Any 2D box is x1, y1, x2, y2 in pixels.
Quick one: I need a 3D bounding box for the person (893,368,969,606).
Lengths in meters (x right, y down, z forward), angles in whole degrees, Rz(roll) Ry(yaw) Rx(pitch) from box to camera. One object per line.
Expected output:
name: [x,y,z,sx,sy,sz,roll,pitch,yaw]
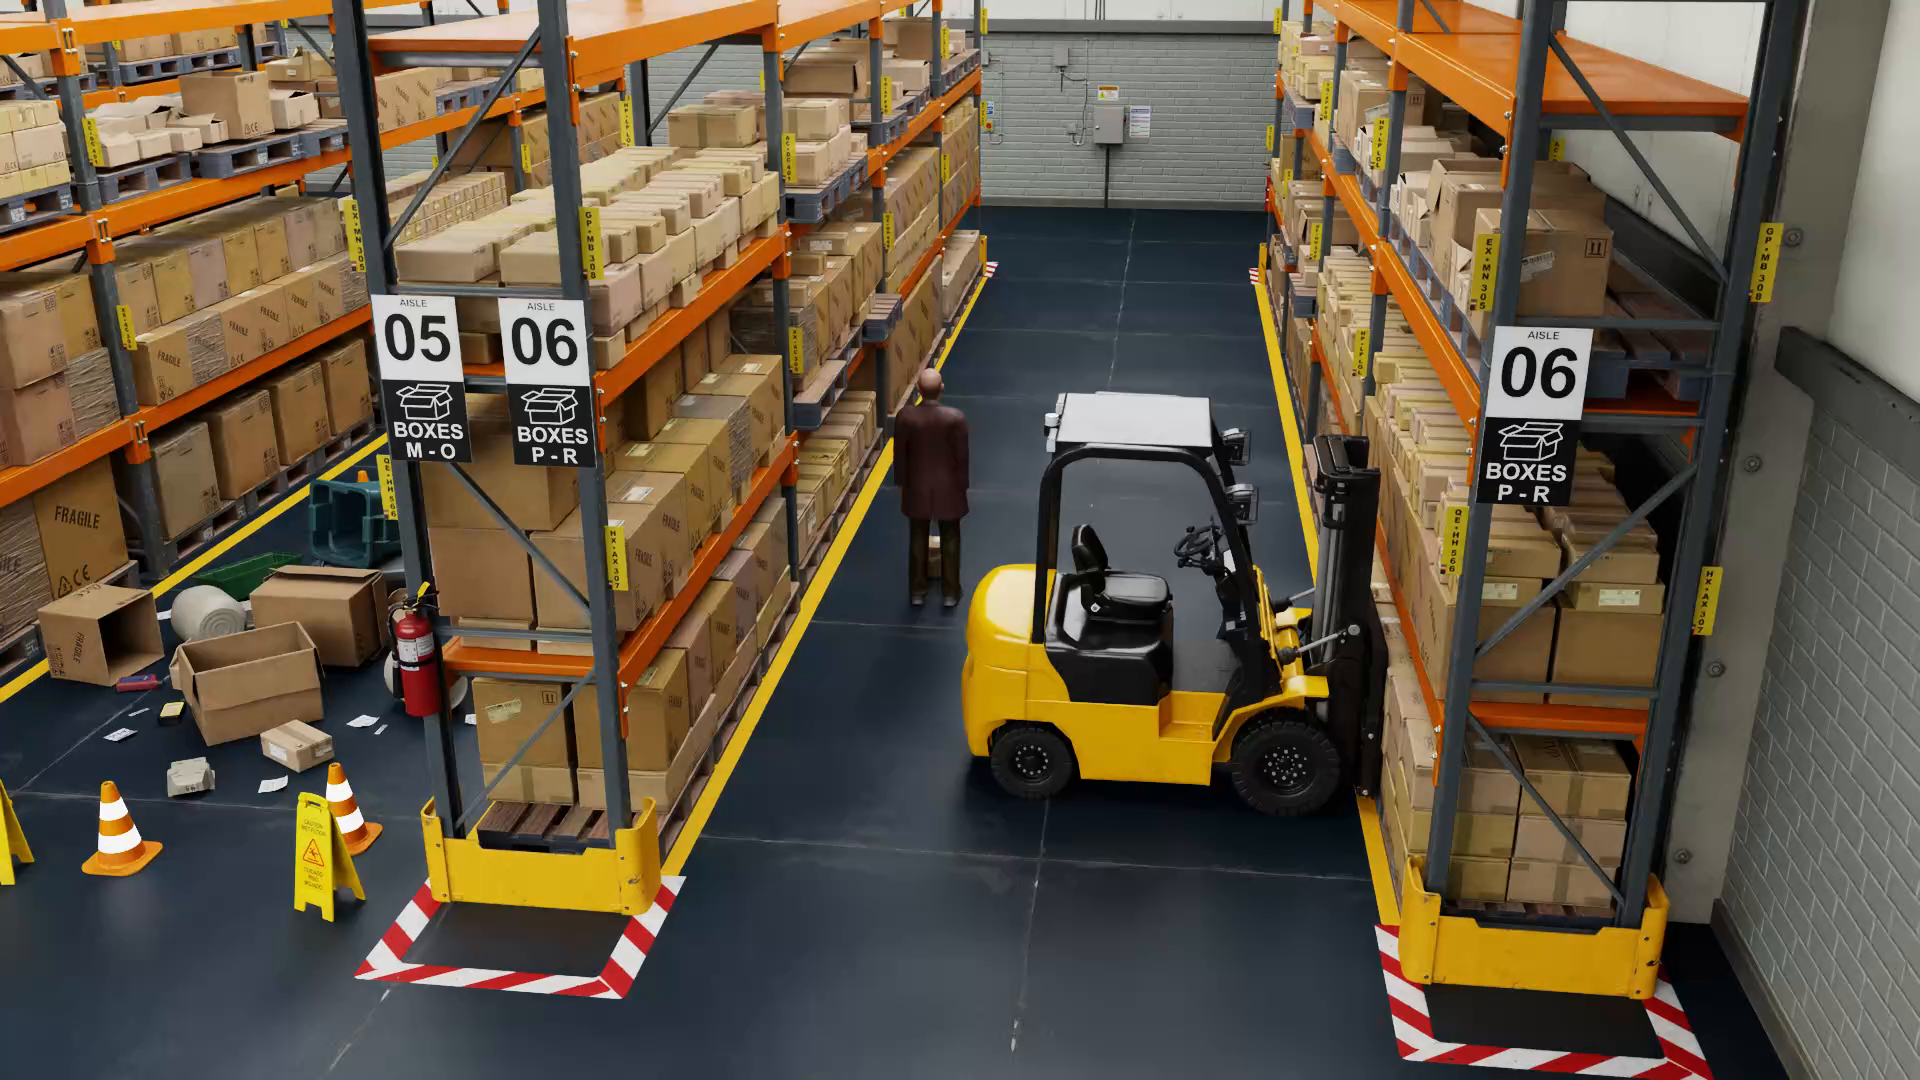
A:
person: [-0.207,-0.397,12.147,0.562,1.778,0.377,3,21,7]
